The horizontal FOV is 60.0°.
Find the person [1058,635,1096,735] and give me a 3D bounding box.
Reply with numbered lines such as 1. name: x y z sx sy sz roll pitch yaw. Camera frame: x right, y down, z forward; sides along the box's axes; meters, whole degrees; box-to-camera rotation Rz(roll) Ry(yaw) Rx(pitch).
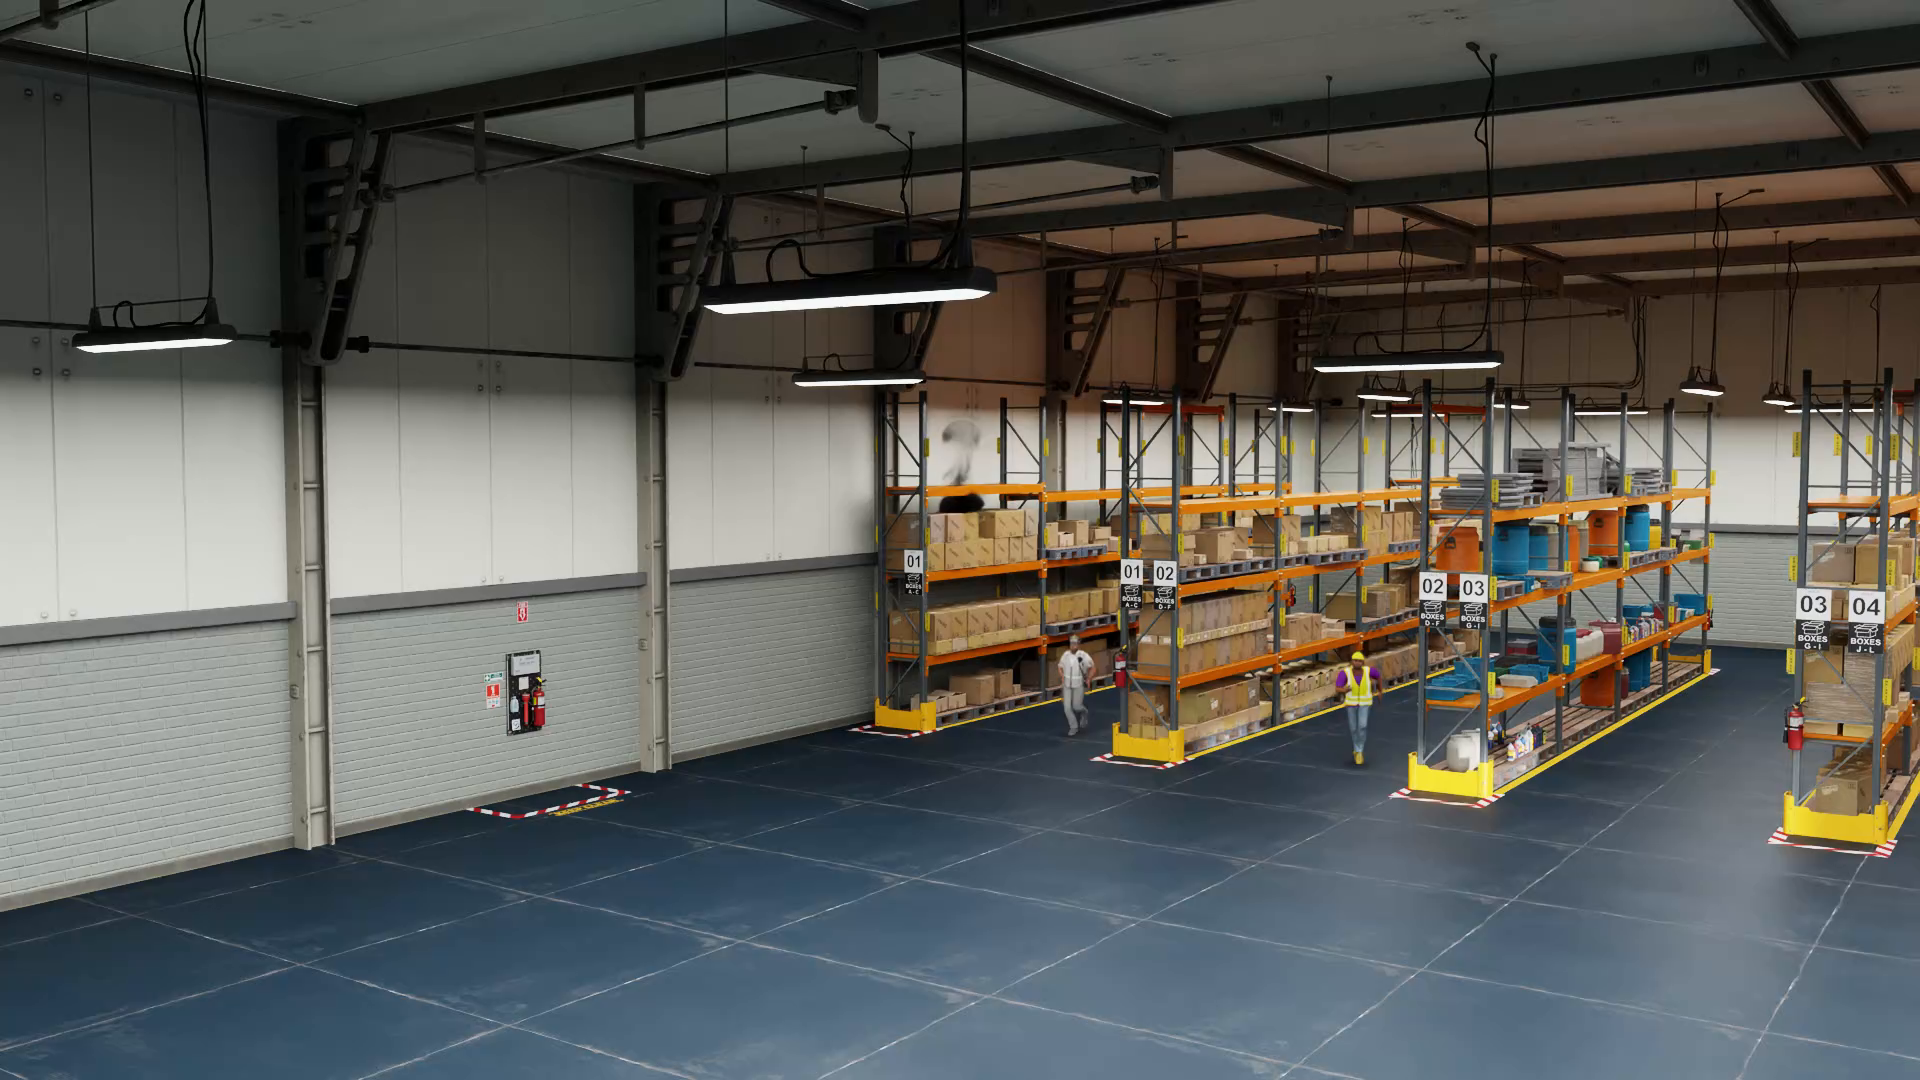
1. person: 2.002 2.529 29.061 0.664 1.743 0.599 1 3 22

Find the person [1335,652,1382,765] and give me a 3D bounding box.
1. person: 6.351 2.659 26.505 0.729 1.793 0.839 1 3 14
